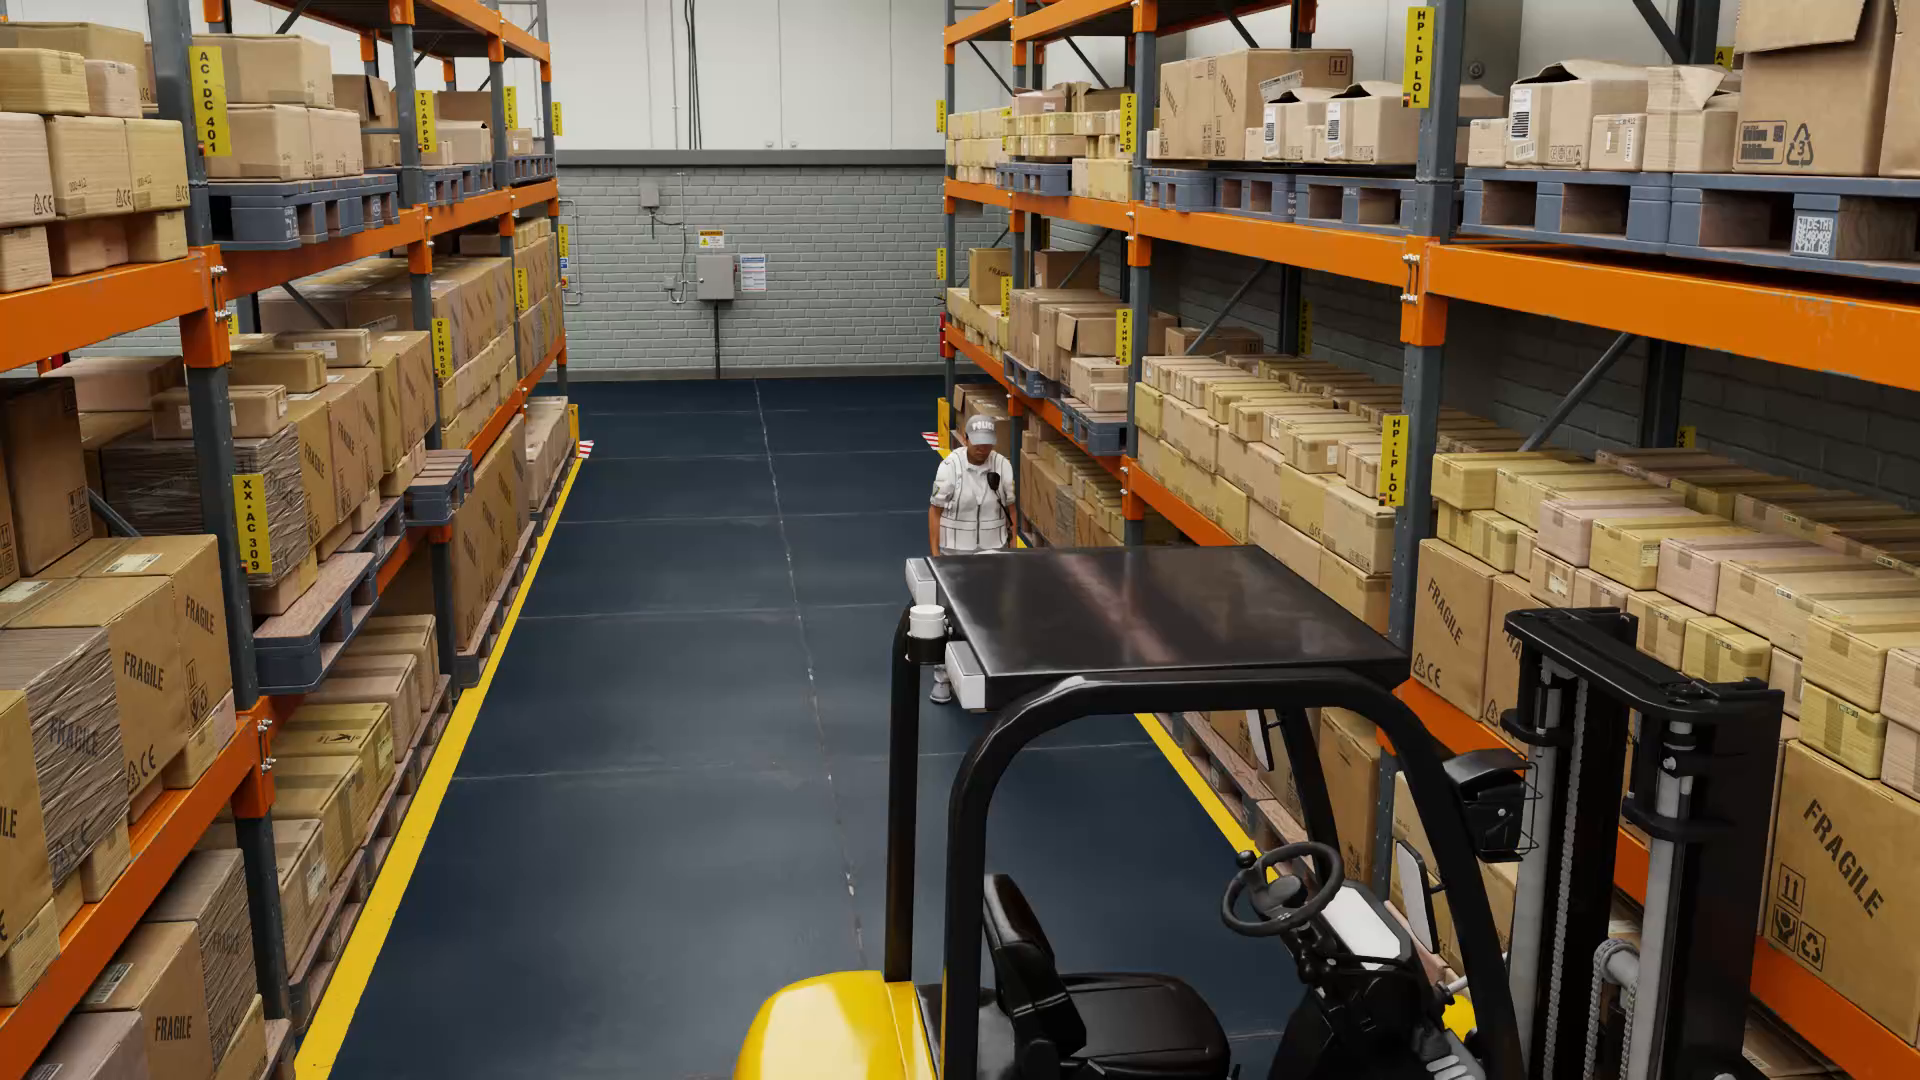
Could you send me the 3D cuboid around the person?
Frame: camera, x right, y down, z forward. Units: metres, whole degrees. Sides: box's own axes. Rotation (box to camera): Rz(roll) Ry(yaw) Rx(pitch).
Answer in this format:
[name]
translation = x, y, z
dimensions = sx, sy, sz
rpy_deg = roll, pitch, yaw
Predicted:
[person]
translation = 0.077, 0.091, 9.590
dimensions = 0.538, 1.665, 0.470
rpy_deg = -2, 13, -10
